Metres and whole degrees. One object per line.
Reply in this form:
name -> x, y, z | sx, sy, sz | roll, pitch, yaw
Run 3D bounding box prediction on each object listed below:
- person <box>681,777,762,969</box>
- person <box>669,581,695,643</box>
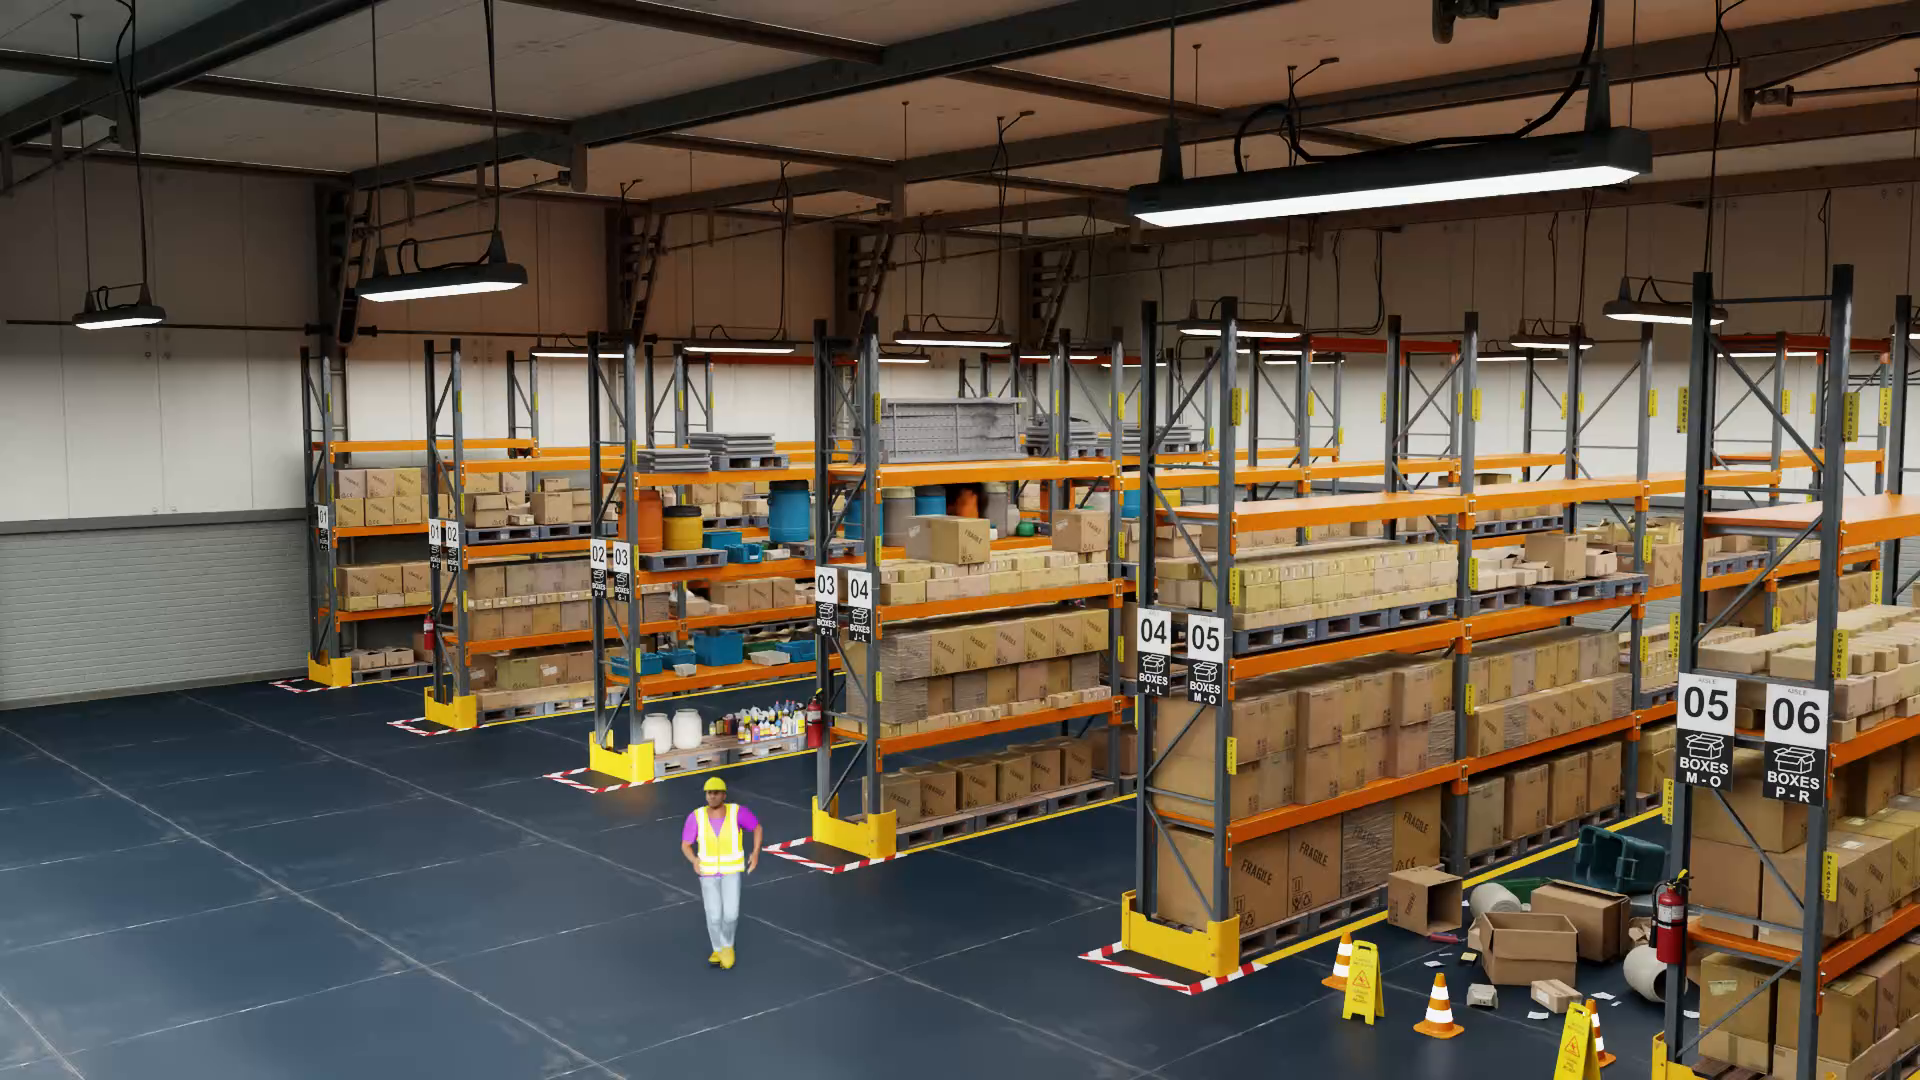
person -> -2.152, 2.987, 14.924 | 0.703, 1.729, 0.639 | 0, 5, -2
person -> -5.370, 1.511, 31.598 | 0.638, 1.737, 0.586 | 4, 7, 41
